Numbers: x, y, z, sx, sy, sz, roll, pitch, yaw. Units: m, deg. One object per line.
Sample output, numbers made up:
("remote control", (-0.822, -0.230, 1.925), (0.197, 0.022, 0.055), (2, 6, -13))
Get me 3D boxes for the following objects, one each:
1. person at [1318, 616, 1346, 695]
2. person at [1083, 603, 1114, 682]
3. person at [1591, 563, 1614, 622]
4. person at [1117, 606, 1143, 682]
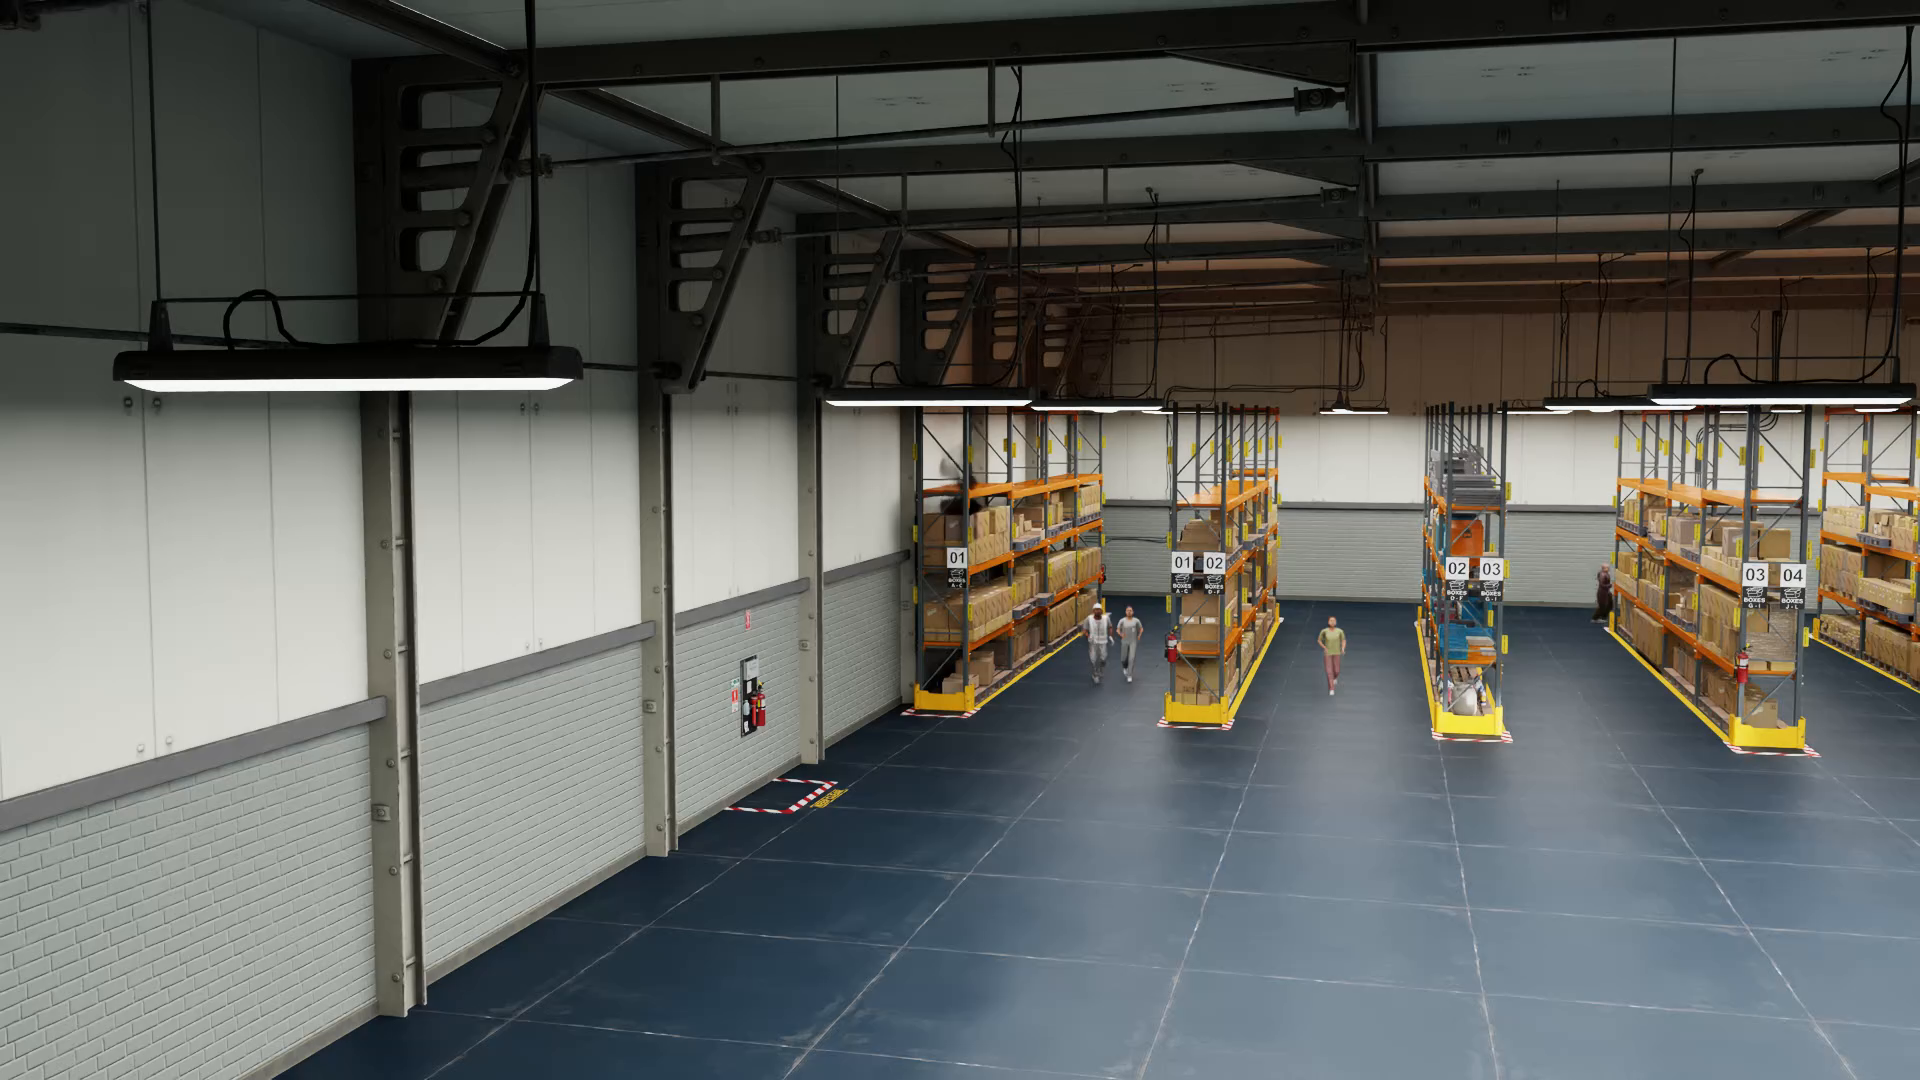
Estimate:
("person", (7.699, 2.378, 34.366), (0.580, 1.630, 0.550), (1, 4, 8))
("person", (2.979, 2.211, 35.672), (0.676, 1.731, 0.679), (0, 4, 0))
("person", (17.786, 1.487, 45.907), (0.703, 1.757, 0.825), (3, 5, 34))
("person", (3.688, 2.244, 36.093), (0.568, 1.621, 0.673), (1, 4, 7))
